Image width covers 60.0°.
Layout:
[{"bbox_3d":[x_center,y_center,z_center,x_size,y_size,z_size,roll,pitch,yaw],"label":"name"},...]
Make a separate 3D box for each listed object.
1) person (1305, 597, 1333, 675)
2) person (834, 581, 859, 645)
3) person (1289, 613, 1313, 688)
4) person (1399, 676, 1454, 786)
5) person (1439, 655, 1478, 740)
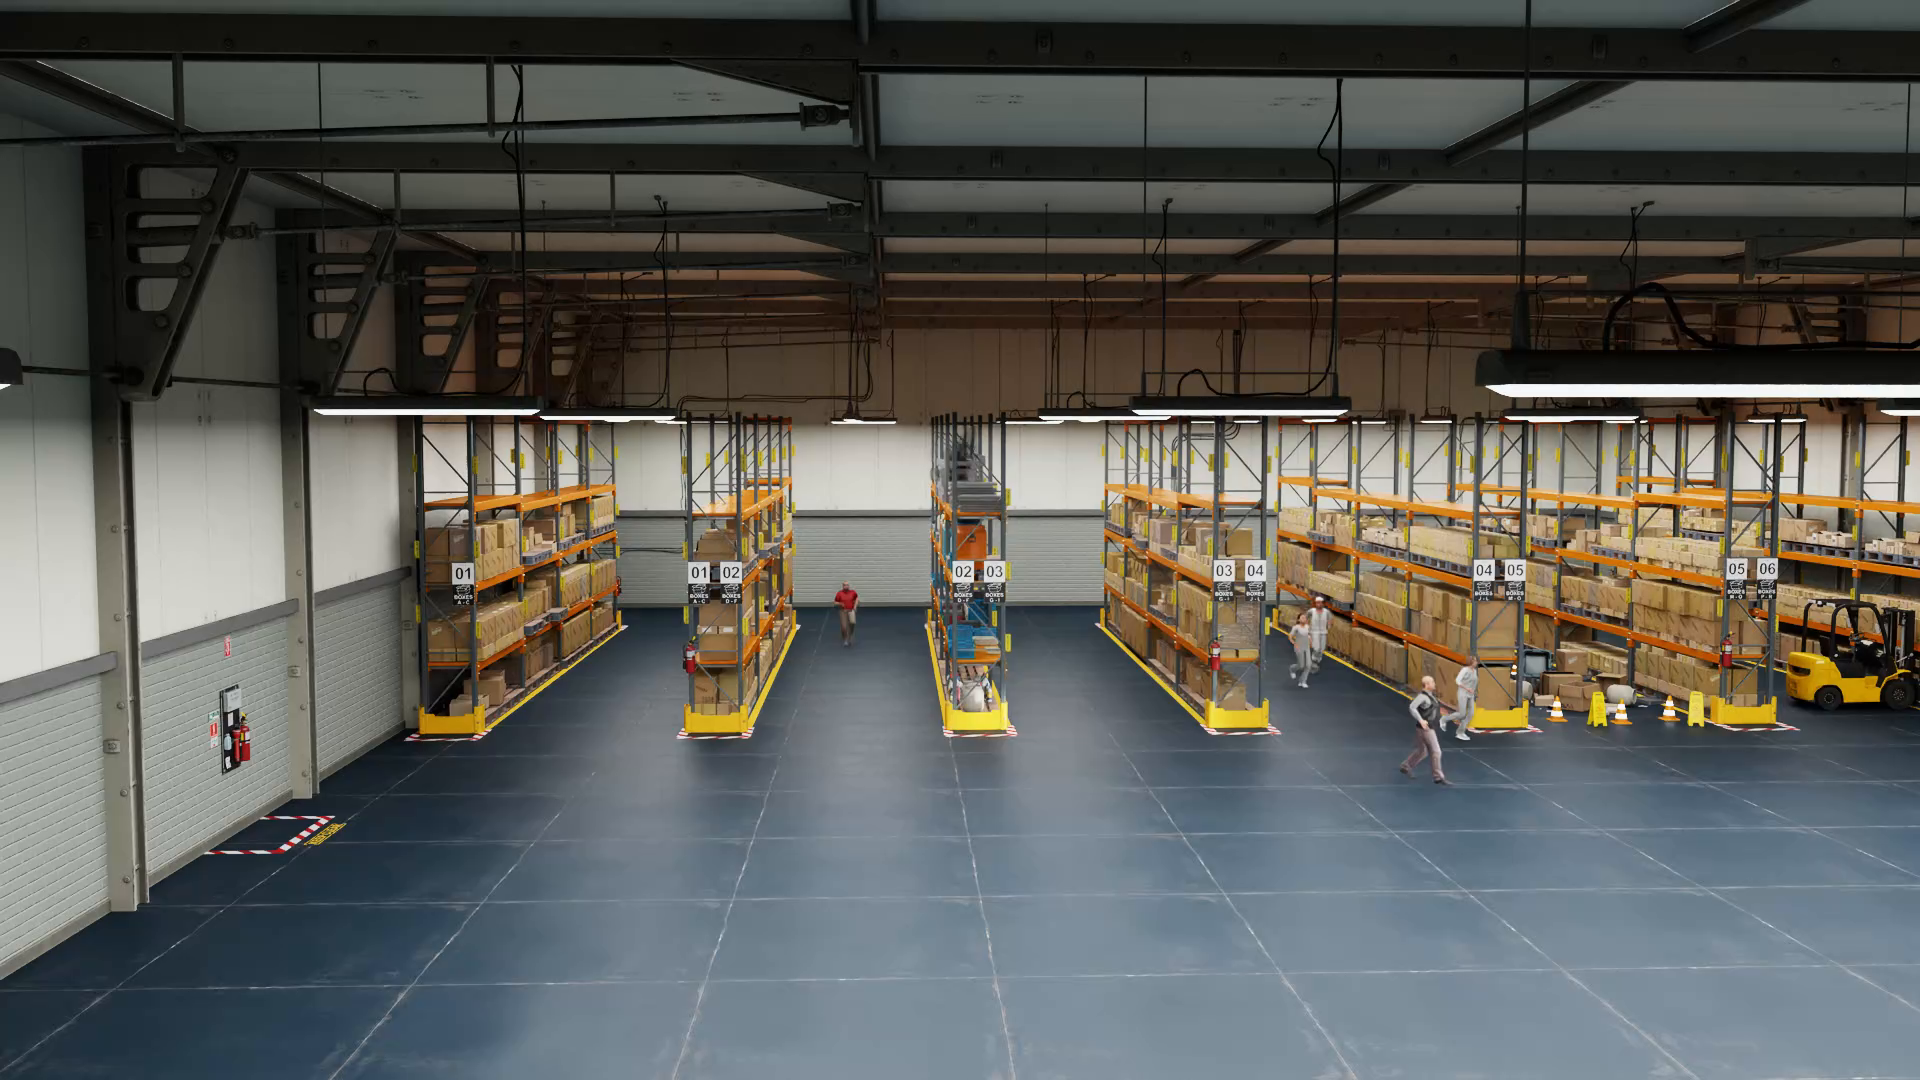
[{"bbox_3d":[8.329,2.221,38.548,0.642,1.816,0.738,0,4,-4],"label":"person"},{"bbox_3d":[-2.933,1.901,43.103,0.638,1.693,0.771,0,4,-7],"label":"person"},{"bbox_3d":[7.530,2.418,36.707,0.565,1.629,0.633,-1,4,-19],"label":"person"},{"bbox_3d":[7.457,3.027,26.544,0.871,1.723,0.658,2,4,23],"label":"person"},{"bbox_3d":[9.286,2.881,30.722,0.593,1.522,0.669,-3,5,-39],"label":"person"}]
